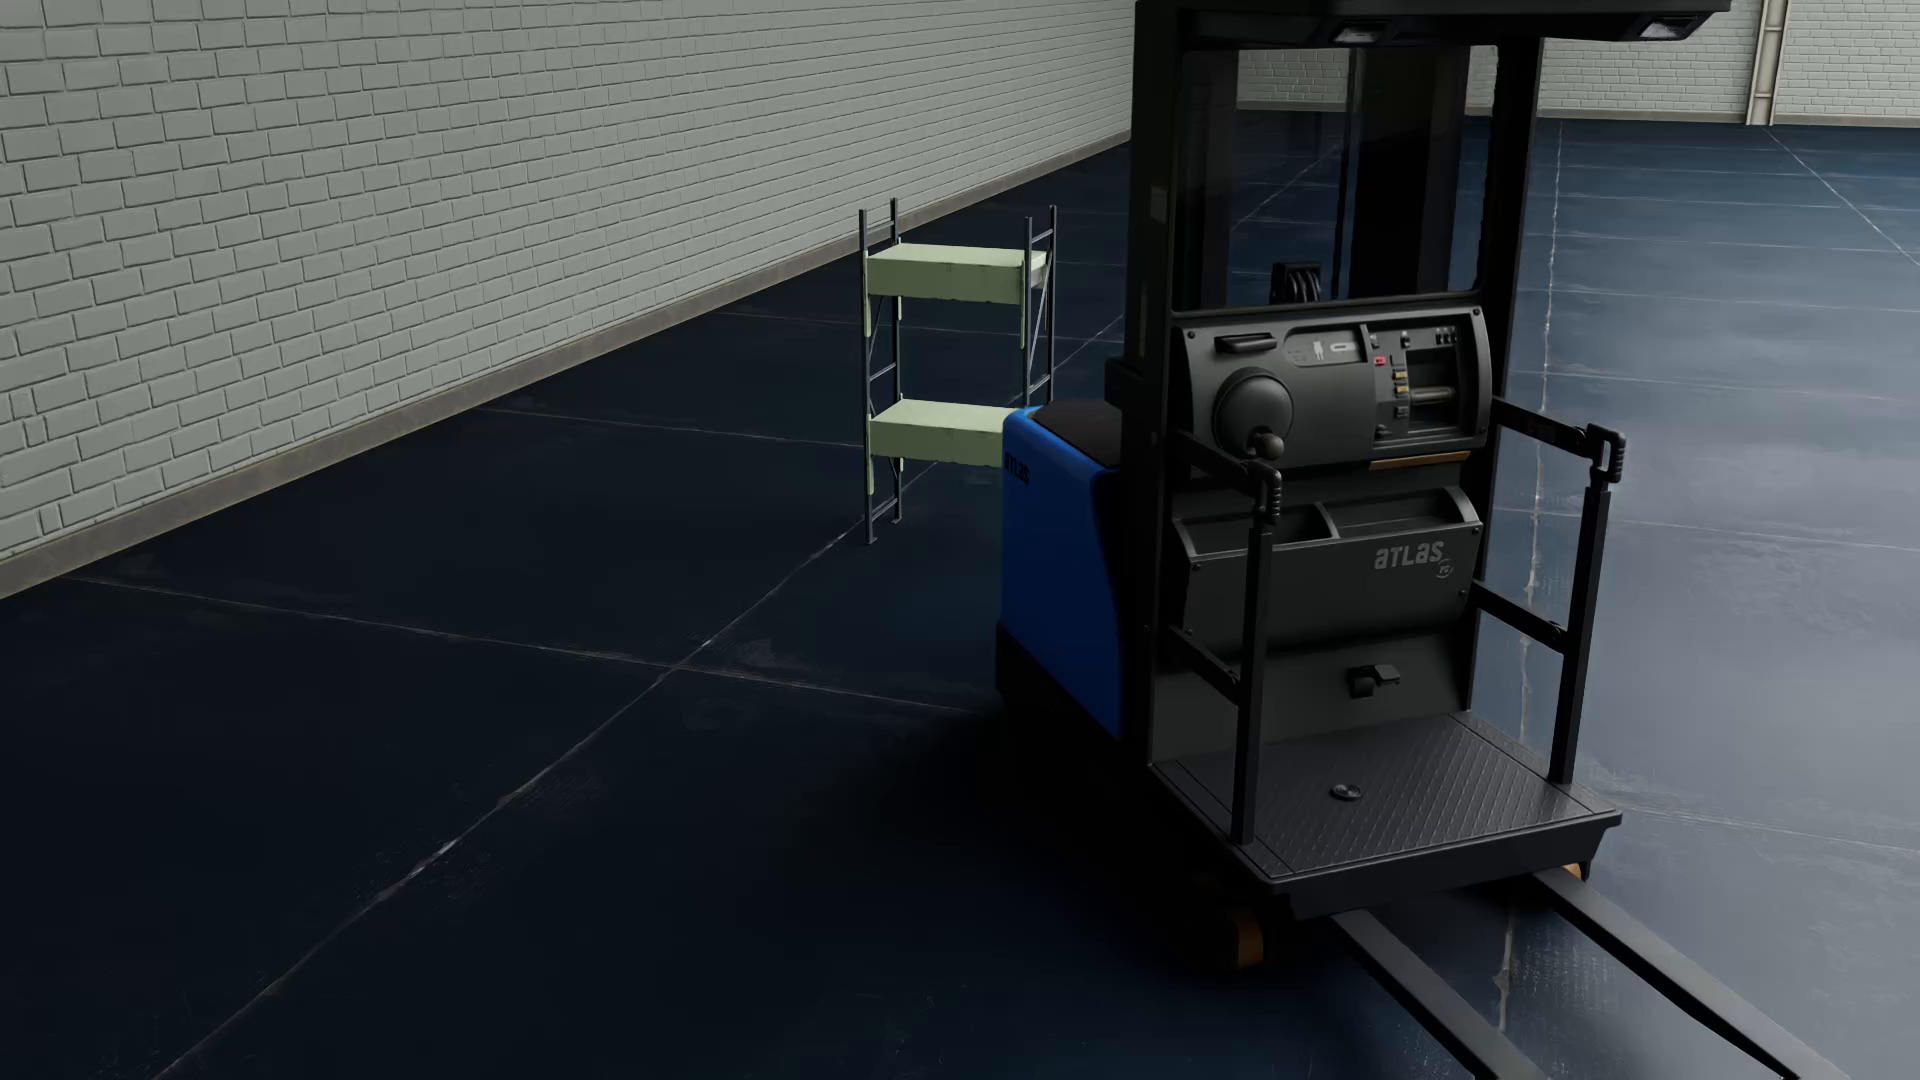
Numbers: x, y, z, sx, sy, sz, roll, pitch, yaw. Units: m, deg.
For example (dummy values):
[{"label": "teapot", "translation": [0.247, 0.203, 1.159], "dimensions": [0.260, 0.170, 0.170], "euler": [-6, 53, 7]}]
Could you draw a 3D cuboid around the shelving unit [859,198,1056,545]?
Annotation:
[{"label": "shelving unit", "translation": [-0.006, -0.709, 7.331], "dimensions": [0.755, 1.500, 0.431], "euler": [7, 20, 18]}]

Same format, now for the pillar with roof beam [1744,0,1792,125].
[{"label": "pillar with roof beam", "translation": [11.459, -9.617, 21.493], "dimensions": [0.400, 9.000, 9.100], "euler": [7, 20, 18]}]

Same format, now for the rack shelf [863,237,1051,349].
[{"label": "rack shelf", "translation": [-0.006, -1.077, 7.203], "dimensions": [0.720, 0.370, 0.431], "euler": [7, 20, 18]}]

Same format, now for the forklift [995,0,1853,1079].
[{"label": "forklift", "translation": [1.100, -0.410, 4.301], "dimensions": [1.130, 2.935, 3.031], "euler": [-7, 20, -19]}]

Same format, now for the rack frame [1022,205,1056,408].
[{"label": "rack frame", "translation": [0.339, -0.669, 7.218], "dimensions": [0.023, 1.500, 0.400], "euler": [7, 20, 18]}]

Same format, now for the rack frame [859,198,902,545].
[{"label": "rack frame", "translation": [-0.352, -0.748, 7.445], "dimensions": [0.023, 1.500, 0.400], "euler": [7, 20, 18]}]

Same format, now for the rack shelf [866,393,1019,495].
[{"label": "rack shelf", "translation": [-0.006, -0.401, 7.439], "dimensions": [0.720, 0.370, 0.431], "euler": [7, 20, 18]}]
